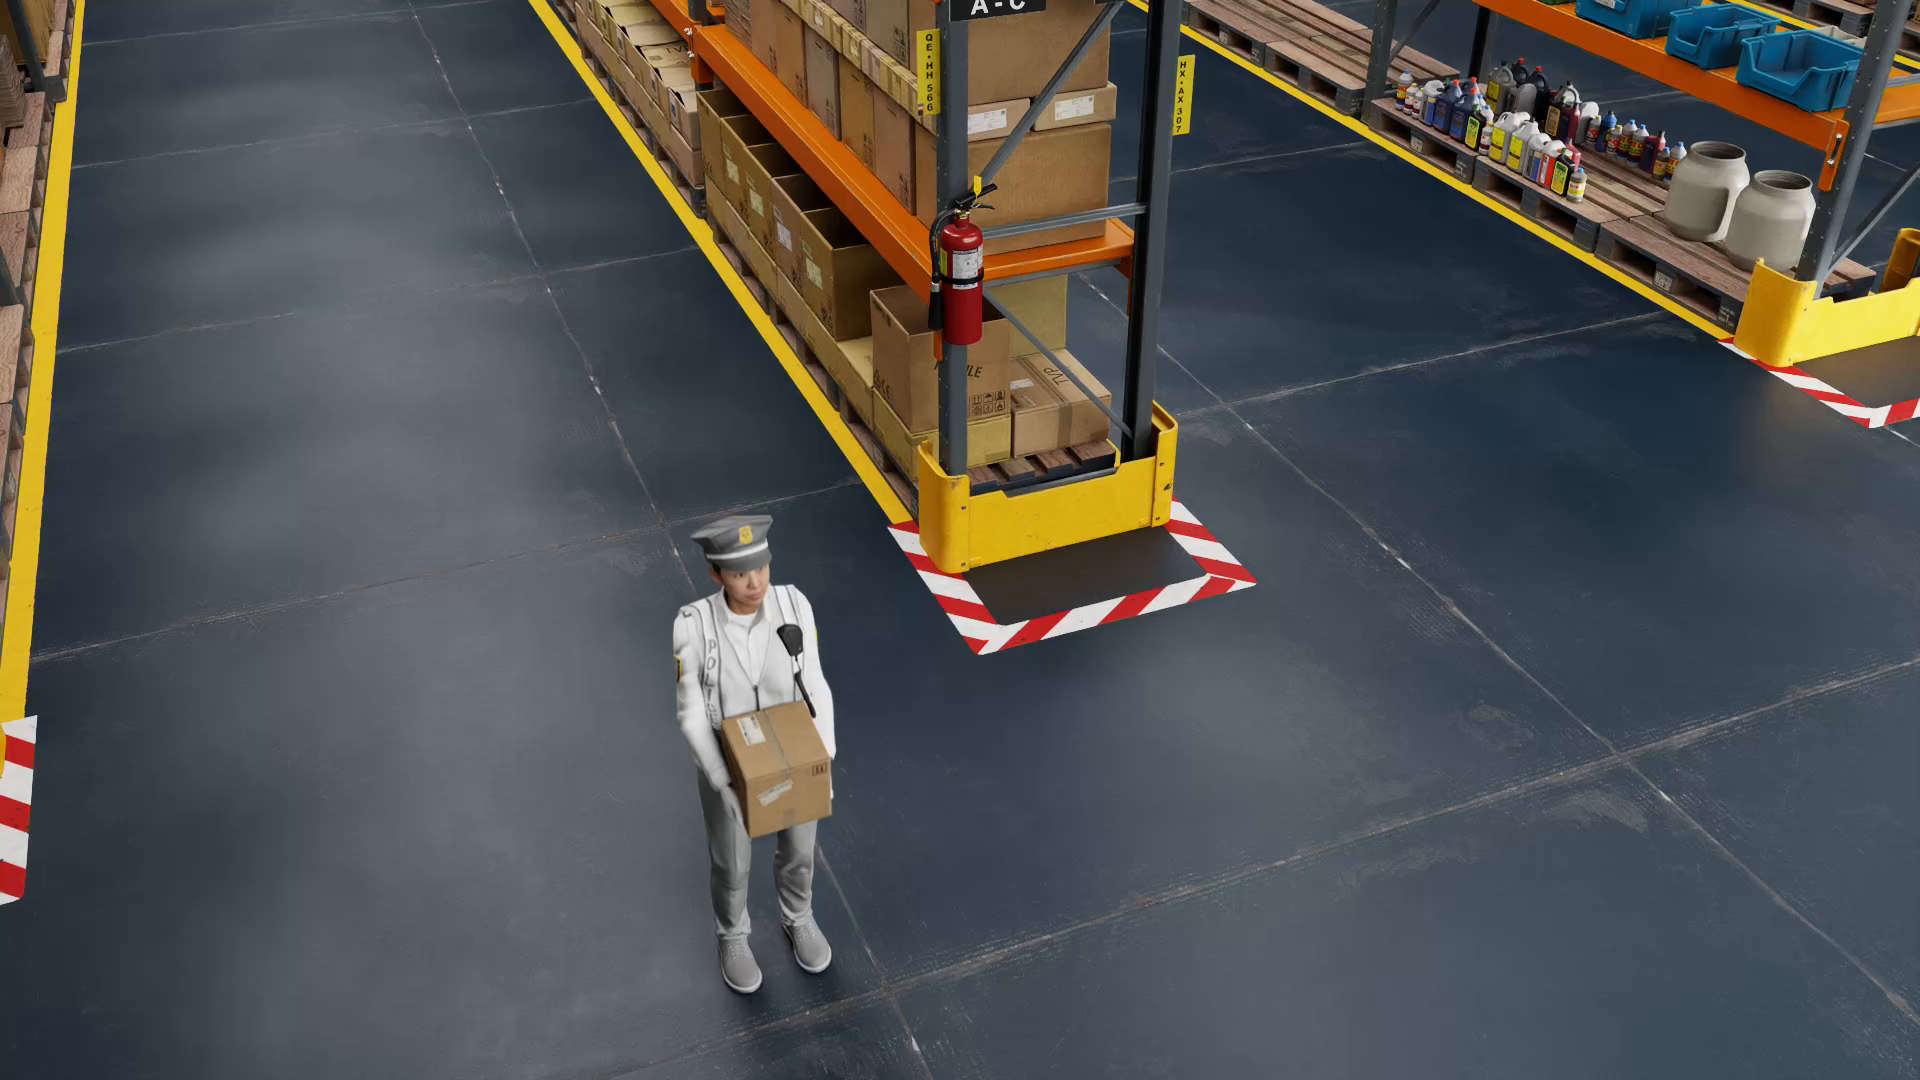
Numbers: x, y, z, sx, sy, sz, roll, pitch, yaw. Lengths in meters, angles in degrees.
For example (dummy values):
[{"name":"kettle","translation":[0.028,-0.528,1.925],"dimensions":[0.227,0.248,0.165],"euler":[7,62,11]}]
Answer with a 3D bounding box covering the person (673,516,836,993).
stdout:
[{"name":"person","translation":[-0.603,0.698,5.070],"dimensions":[0.461,1.687,0.563],"euler":[-13,36,-19]}]
